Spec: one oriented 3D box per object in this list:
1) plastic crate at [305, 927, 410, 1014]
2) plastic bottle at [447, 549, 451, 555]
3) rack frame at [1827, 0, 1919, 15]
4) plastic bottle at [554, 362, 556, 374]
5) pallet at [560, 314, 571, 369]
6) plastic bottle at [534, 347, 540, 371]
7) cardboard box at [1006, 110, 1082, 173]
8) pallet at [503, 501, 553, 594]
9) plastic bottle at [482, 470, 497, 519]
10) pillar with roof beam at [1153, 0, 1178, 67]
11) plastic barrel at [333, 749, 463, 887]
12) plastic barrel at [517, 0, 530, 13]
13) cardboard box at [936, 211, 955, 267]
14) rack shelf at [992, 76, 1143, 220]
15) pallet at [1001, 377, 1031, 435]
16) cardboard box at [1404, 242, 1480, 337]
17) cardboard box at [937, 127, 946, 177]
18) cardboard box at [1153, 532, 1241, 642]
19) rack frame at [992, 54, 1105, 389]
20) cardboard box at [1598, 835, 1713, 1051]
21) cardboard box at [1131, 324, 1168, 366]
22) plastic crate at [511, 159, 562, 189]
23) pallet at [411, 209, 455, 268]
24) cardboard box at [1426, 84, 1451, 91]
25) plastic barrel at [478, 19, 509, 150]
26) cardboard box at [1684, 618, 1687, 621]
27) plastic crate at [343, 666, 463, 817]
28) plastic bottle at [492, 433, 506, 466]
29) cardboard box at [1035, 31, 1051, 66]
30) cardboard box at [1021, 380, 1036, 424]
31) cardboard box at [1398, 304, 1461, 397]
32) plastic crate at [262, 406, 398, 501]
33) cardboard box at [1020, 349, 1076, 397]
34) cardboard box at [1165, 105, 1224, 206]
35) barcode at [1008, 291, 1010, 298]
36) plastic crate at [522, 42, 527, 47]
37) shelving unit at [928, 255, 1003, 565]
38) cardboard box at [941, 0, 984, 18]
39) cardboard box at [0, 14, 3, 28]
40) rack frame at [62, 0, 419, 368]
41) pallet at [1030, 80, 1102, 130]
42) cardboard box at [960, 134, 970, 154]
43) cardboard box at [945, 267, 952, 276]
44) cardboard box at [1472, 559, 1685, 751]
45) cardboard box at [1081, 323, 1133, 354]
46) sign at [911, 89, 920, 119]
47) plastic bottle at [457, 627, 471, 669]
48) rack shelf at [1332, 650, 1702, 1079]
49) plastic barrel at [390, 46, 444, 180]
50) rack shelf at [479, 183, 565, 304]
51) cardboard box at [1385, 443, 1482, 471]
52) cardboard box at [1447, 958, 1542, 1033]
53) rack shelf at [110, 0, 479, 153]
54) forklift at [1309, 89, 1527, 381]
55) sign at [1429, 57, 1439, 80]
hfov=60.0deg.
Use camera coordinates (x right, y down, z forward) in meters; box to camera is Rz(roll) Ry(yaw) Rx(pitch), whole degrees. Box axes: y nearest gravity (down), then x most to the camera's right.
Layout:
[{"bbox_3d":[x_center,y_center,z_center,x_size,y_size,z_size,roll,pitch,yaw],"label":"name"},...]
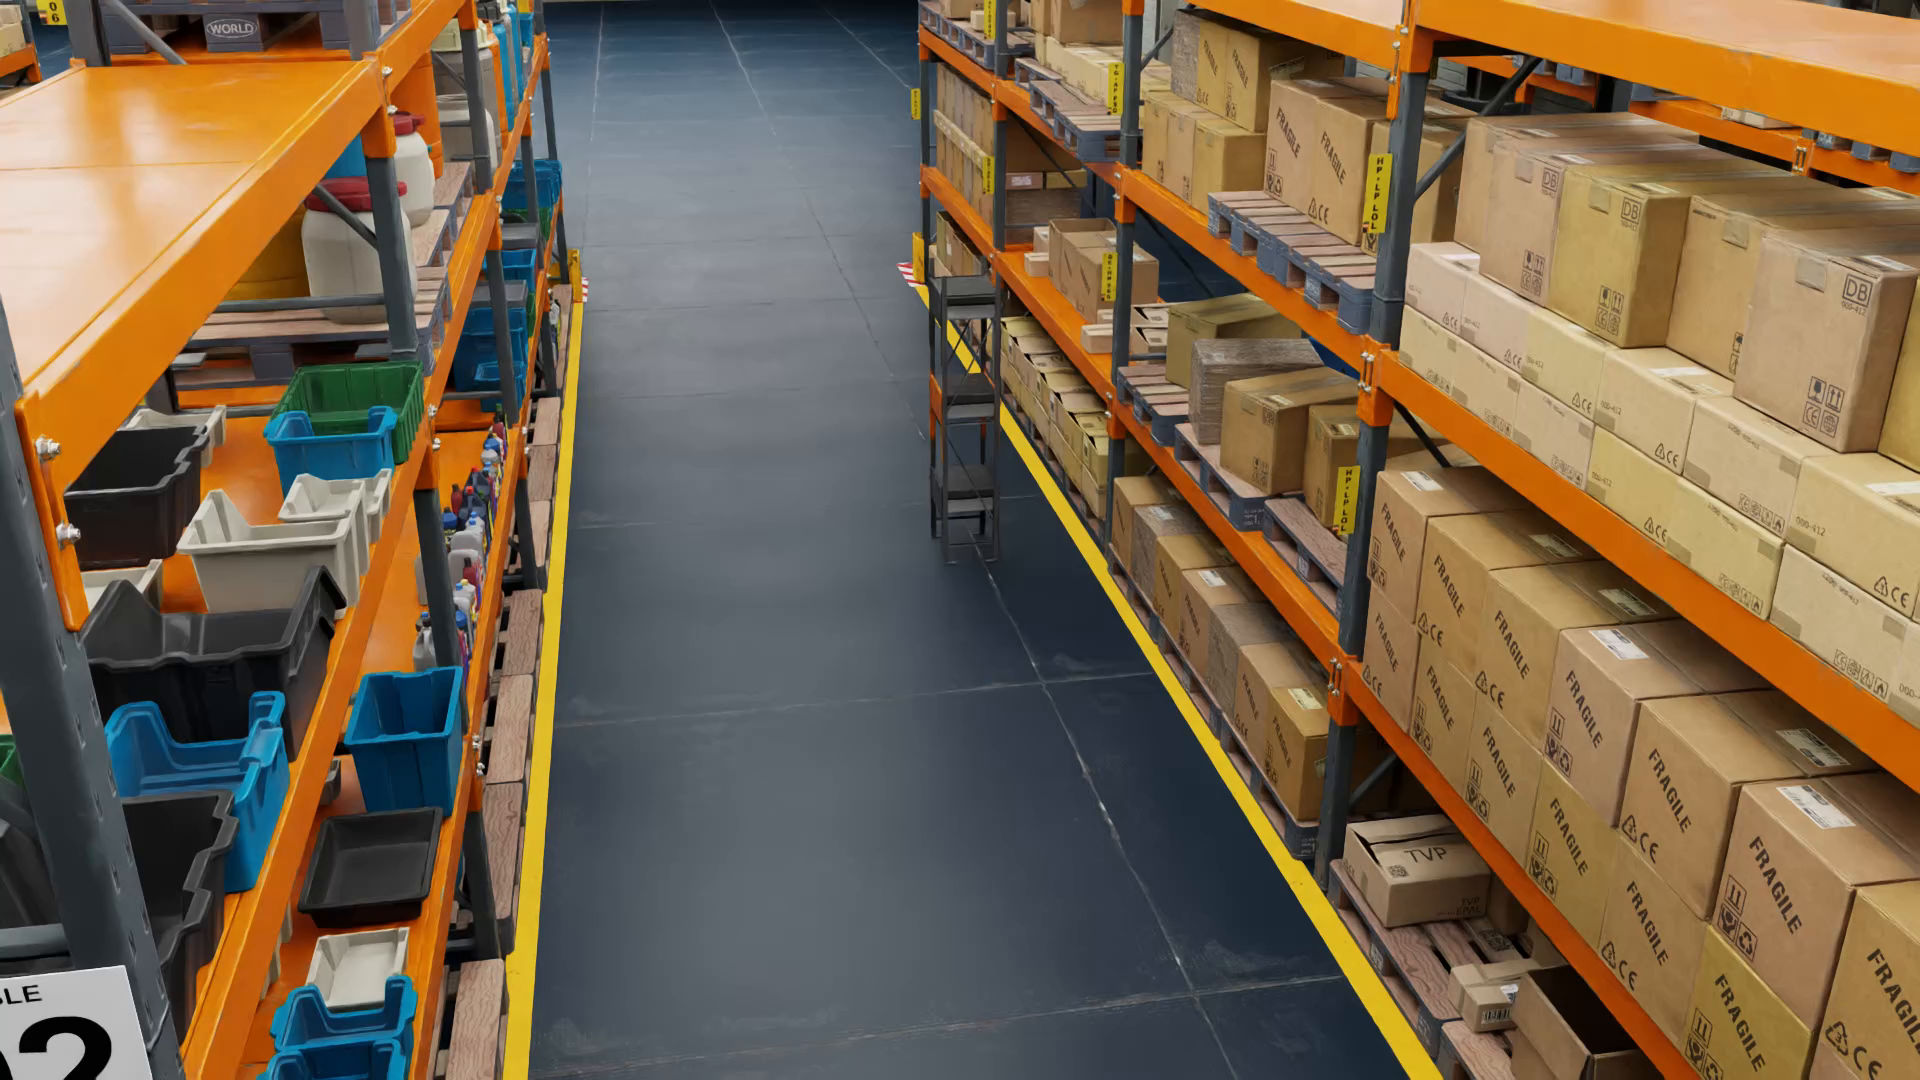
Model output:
[{"bbox_3d":[-1.973,1.433,5.476,0.293,0.136,0.466,-4,24,-10],"label":"plastic crate"},{"bbox_3d":[-2.635,0.119,8.479,0.097,0.201,0.097,0,24,0],"label":"plastic bottle"},{"bbox_3d":[6.406,-4.379,11.033,1.000,3.000,0.127,-4,24,-10],"label":"rack frame"},{"bbox_3d":[-3.698,-1.579,14.977,0.097,0.271,0.097,0,24,0],"label":"plastic bottle"},{"bbox_3d":[-4.382,-1.940,16.429,1.003,0.211,1.213,-4,24,-10],"label":"pallet"},{"bbox_3d":[-3.889,-1.702,15.242,0.061,0.283,0.133,-4,24,-10],"label":"plastic bottle"},{"bbox_3d":[0.710,-3.649,15.113,0.700,0.500,0.500,-4,24,-9],"label":"cardboard box"},{"bbox_3d":[-3.436,0.074,11.818,1.003,0.211,1.213,-4,24,-10],"label":"pallet"},{"bbox_3d":[-2.625,-0.266,9.257,0.061,0.283,0.133,-4,24,-10],"label":"plastic bottle"},{"bbox_3d":[-0.544,-11.716,27.832,9.100,9.000,0.400,-4,24,-10],"label":"pillar with roof beam"},{"bbox_3d":[-2.675,1.231,7.782,0.600,0.901,0.708,-4,24,-10],"label":"plastic barrel"},{"bbox_3d":[-4.474,-5.258,16.033,0.600,0.588,0.600,0,24,0],"label":"plastic barrel"},{"bbox_3d":[0.034,-3.261,17.942,0.500,0.500,0.500,-4,24,-10],"label":"cardboard box"},{"bbox_3d":[1.168,-3.093,12.736,1.077,0.370,4.000,-4,24,-10],"label":"rack shelf"},{"bbox_3d":[0.973,-1.270,14.895,1.003,0.211,1.213,-4,24,-10],"label":"pallet"},{"bbox_3d":[2.124,-1.014,6.638,0.500,0.250,0.500,-4,24,-10],"label":"cardboard box"},{"bbox_3d":[0.133,-4.270,18.153,0.700,0.500,0.500,-4,24,-10],"label":"cardboard box"},{"bbox_3d":[1.532,0.286,10.422,0.500,0.500,0.500,-5,24,-10],"label":"cardboard box"},{"bbox_3d":[0.799,-2.835,14.994,1.000,3.000,0.127,-4,24,-10],"label":"rack frame"},{"bbox_3d":[2.481,1.283,5.440,0.500,0.500,0.500,-4,24,-9],"label":"cardboard box"},{"bbox_3d":[1.514,-1.367,11.744,0.500,0.311,0.500,-3,24,-6],"label":"cardboard box"},{"bbox_3d":[-4.423,-3.800,17.390,0.499,0.251,0.616,-4,24,-10],"label":"plastic crate"},{"bbox_3d":[-3.044,-1.358,8.101,1.003,0.211,1.213,-4,24,-10],"label":"pallet"},{"bbox_3d":[5.223,-4.891,18.926,0.500,0.500,0.500,-5,24,-10],"label":"cardboard box"},{"bbox_3d":[-3.390,-3.064,11.234,0.600,0.830,0.708,-4,24,-10],"label":"plastic barrel"},{"bbox_3d":[2.816,0.387,6.242,0.500,0.500,0.500,-4,24,-9],"label":"cardboard box"},{"bbox_3d":[-2.169,0.815,6.581,0.392,0.384,0.575,-4,24,-10],"label":"plastic crate"},{"bbox_3d":[-2.790,-0.541,9.988,0.097,0.201,0.097,0,24,0],"label":"plastic bottle"},{"bbox_3d":[0.903,-4.090,13.783,0.500,0.250,0.500,-2,24,-4],"label":"cardboard box"},{"bbox_3d":[0.821,-1.186,14.128,0.500,0.250,0.500,-5,24,-11],"label":"cardboard box"},{"bbox_3d":[2.125,-0.785,6.739,0.500,0.250,0.500,-4,24,-10],"label":"cardboard box"},{"bbox_3d":[-2.109,-0.287,5.620,0.416,0.233,0.300,-4,24,-10],"label":"plastic crate"},{"bbox_3d":[0.814,-1.443,14.016,0.500,0.311,0.500,-5,24,-11],"label":"cardboard box"},{"bbox_3d":[1.746,-2.312,9.924,0.910,0.500,0.500,-4,24,-10],"label":"cardboard box"},{"bbox_3d":[0.437,-2.200,14.913,0.001,0.075,0.075,-4,24,-10],"label":"barcode"},{"bbox_3d":[-4.094,-4.388,15.067,0.336,0.188,0.450,-4,24,-10],"label":"plastic crate"},{"bbox_3d":[0.031,-0.897,11.681,0.431,2.100,0.503,-4,24,-10],"label":"shelving unit"},{"bbox_3d":[0.097,-5.412,16.322,0.500,0.500,0.500,-4,24,-10],"label":"cardboard box"},{"bbox_3d":[-9.228,-4.869,15.591,0.380,0.149,0.250,-5,24,-12],"label":"cardboard box"},{"bbox_3d":[-2.591,-2.072,5.752,1.000,3.000,0.127,-4,24,-10],"label":"rack frame"},{"bbox_3d":[1.115,-3.250,12.431,1.003,0.211,1.213,-3,24,-7],"label":"pallet"},{"bbox_3d":[0.203,-3.977,16.672,0.380,0.149,0.250,-4,24,-9],"label":"cardboard box"},{"bbox_3d":[0.128,-2.720,17.642,0.500,0.250,0.500,-4,24,-10],"label":"cardboard box"},{"bbox_3d":[2.279,0.419,6.169,0.500,0.500,0.500,-5,24,-11],"label":"cardboard box"},{"bbox_3d":[1.100,-1.480,12.205,0.380,0.149,0.250,-4,24,-10],"label":"cardboard box"},{"bbox_3d":[-0.488,-4.803,18.318,0.100,0.325,0.005,-4,24,-10],"label":"sign"},{"bbox_3d":[-2.303,0.495,7.616,0.097,0.201,0.097,0,24,0],"label":"plastic bottle"},{"bbox_3d":[2.648,1.428,6.132,1.077,0.370,4.000,-4,24,-10],"label":"rack shelf"},{"bbox_3d":[-3.228,-2.437,9.273,0.600,0.830,0.708,-4,24,-10],"label":"plastic barrel"},{"bbox_3d":[-4.440,-2.927,16.103,1.077,0.370,4.000,-4,24,-10],"label":"rack shelf"},{"bbox_3d":[2.410,-0.130,8.149,0.700,0.500,0.500,-13,27,-27],"label":"cardboard box"},{"bbox_3d":[2.313,1.929,7.076,0.380,0.166,0.250,-4,24,-10],"label":"cardboard box"},{"bbox_3d":[-2.961,-2.346,7.777,1.077,0.370,4.000,-4,24,-10],"label":"rack shelf"},{"bbox_3d":[4.366,-2.089,13.372,3.031,2.935,1.130,-10,25,-21],"label":"forklift"},{"bbox_3d":[5.476,-5.485,19.220,0.100,0.325,0.005,-4,24,-10],"label":"sign"}]
